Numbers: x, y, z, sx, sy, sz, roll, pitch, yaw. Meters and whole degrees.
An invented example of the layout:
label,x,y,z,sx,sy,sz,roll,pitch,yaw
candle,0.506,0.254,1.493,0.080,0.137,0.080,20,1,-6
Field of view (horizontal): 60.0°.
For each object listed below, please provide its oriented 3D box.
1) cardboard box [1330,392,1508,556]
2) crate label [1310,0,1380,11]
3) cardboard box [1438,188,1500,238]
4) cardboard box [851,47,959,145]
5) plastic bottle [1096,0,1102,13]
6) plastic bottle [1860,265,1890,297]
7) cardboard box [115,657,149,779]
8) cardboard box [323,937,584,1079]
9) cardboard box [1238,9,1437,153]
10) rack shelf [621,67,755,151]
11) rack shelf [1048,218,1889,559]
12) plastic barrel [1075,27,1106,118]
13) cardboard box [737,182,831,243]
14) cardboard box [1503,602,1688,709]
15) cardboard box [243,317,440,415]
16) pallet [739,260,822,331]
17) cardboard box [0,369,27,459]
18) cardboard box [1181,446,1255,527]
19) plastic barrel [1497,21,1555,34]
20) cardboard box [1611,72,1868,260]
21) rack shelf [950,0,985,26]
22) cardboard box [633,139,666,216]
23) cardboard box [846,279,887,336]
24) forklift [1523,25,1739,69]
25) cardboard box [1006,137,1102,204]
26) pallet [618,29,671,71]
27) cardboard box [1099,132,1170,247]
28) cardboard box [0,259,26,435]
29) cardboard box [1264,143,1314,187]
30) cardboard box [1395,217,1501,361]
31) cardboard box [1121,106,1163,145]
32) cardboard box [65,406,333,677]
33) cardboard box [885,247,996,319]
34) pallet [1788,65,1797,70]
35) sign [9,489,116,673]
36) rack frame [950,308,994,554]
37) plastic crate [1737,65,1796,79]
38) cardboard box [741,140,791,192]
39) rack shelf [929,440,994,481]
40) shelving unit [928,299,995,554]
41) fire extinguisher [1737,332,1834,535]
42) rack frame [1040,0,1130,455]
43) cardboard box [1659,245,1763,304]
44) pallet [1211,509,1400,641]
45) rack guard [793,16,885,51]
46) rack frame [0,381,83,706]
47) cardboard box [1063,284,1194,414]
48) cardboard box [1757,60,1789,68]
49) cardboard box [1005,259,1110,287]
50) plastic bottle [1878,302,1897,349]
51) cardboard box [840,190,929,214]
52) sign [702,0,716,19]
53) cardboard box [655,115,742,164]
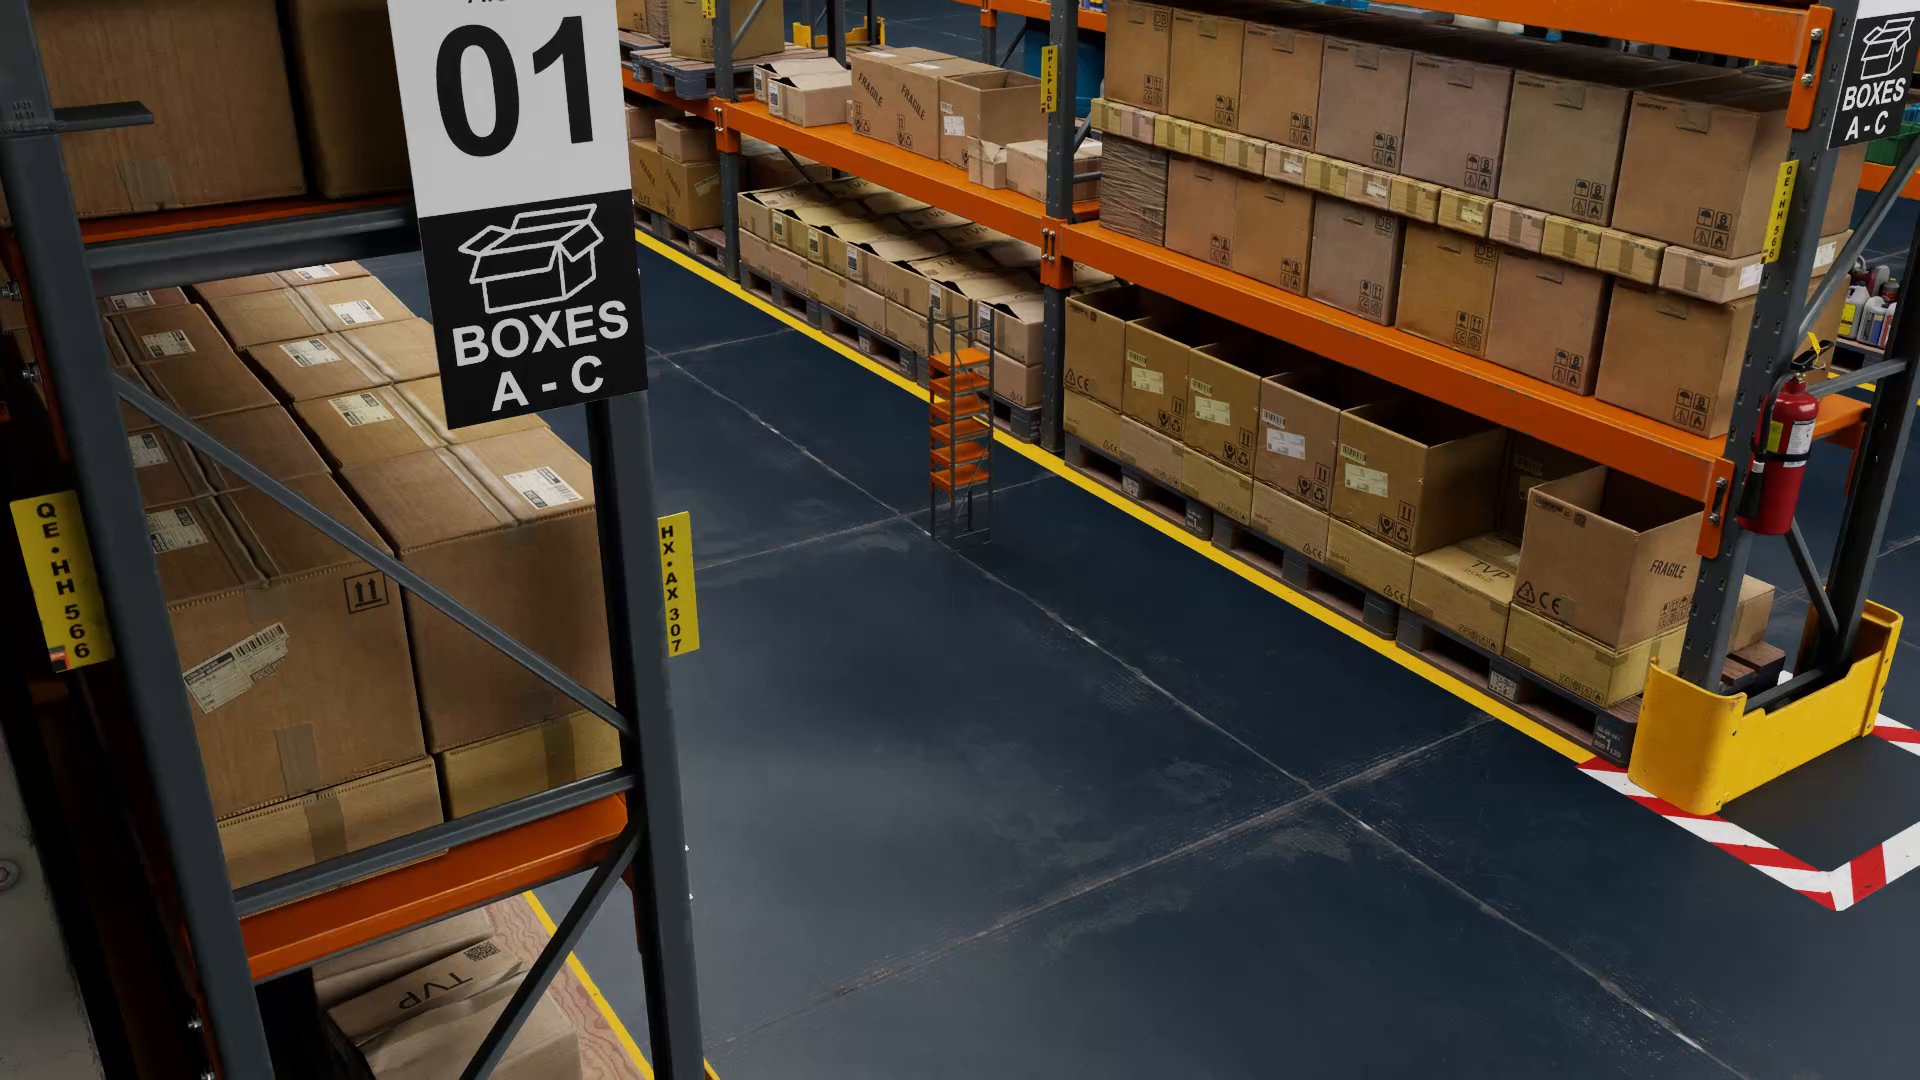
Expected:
label,x,y,z,sx,sy,sz,roll,pitch,yaw
cardboard box,1.986,-0.301,7.225,0.500,0.500,0.500,-16,29,-30
crate label,3.187,-4.151,13.488,0.502,0.435,0.616,-16,29,-30
cardboard box,2.155,-1.339,6.695,0.380,0.149,0.250,-15,29,-28
cardboard box,-0.351,-2.849,10.654,0.500,0.500,0.500,-17,30,-32
plastic bottle,1.347,-5.175,15.848,0.097,0.271,0.097,0,25,0
plastic bottle,6.015,-1.683,10.978,0.152,0.276,0.135,-15,29,-29
cardboard box,-1.771,0.370,4.104,0.500,0.250,0.500,-15,29,-28
cardboard box,-1.364,1.365,4.478,0.500,0.311,0.500,-19,32,-35
cardboard box,1.700,-2.084,7.515,0.700,0.500,0.500,-16,29,-30
rack shelf,-2.373,-3.790,13.608,1.077,0.370,4.000,-16,29,-30
rack shelf,1.995,-0.929,7.547,1.077,0.370,4.000,-16,29,-30
plastic barrel,1.357,-4.773,16.813,0.600,0.901,0.708,-16,29,-30
cardboard box,-1.241,-2.345,11.775,0.500,0.311,0.500,-14,29,-28
cardboard box,2.546,0.392,6.636,0.500,0.250,0.500,-16,29,-30
cardboard box,-1.609,-0.270,4.581,0.500,0.500,0.500,-17,30,-31
pallet,-0.864,-1.836,11.891,1.003,0.211,1.213,-16,29,-30
cardboard box,-3.169,-0.537,6.026,0.500,0.250,0.500,-15,29,-29
cardboard box,1.439,-0.319,8.142,0.500,0.250,0.500,-16,29,-30
plastic barrel,4.316,-3.840,12.711,0.433,0.535,0.433,0,25,0
cardboard box,2.813,-1.360,5.980,0.700,0.500,0.500,-15,29,-29
rack shelf,-0.404,-6.374,19.081,1.077,0.370,4.000,-16,29,-30
cardboard box,-2.270,-2.934,13.364,0.500,0.500,0.500,-17,30,-31
cardboard box,-0.397,-1.543,10.735,0.500,0.250,0.500,-15,29,-29
forklift,3.344,-2.076,9.215,1.130,2.935,3.031,-8,27,-17
cardboard box,0.597,-2.068,9.292,0.500,0.250,0.500,-14,28,-26
pallet,-2.346,-4.008,13.451,1.003,0.211,1.213,-16,29,-30
cardboard box,1.150,-1.858,8.554,0.700,0.500,0.500,-16,30,-31
cardboard box,-2.885,-0.691,5.475,0.500,0.500,0.500,-16,29,-30
cardboard box,1.594,-1.707,7.475,0.380,0.149,0.250,-17,30,-31
cardboard box,2.285,-1.120,6.991,0.700,0.500,0.500,-15,29,-29
cardboard box,1.024,-2.077,8.259,0.380,0.149,0.250,-15,29,-29
cardboard box,-1.764,0.035,3.936,0.500,0.500,0.500,-15,29,-29
cardboard box,-0.118,-1.611,10.222,0.500,0.311,0.500,-16,29,-30
pallet,10.807,-5.846,20.387,1.003,0.211,1.213,-16,29,-30
sign,-1.538,0.073,2.856,0.100,0.325,0.005,-16,29,-30
rack frame,0.058,-0.505,7.914,0.240,1.200,0.006,-16,29,-30
plastic crate,5.234,-2.878,10.905,0.767,0.338,0.504,-16,29,-30
cardboard box,-1.580,-2.884,13.259,0.500,0.500,0.500,-17,30,-31
rack shelf,0.008,-0.389,8.053,0.258,0.103,0.180,-16,29,-30
shelving unit,0.008,-0.537,7.983,0.258,1.200,0.189,-16,29,-30
fire extinguisher,2.762,-0.353,5.575,0.296,0.674,0.183,-16,29,-30
rack frame,0.903,-1.970,8.908,1.000,3.000,0.127,-16,29,-30
cardboard box,2.718,-0.970,5.913,0.380,0.149,0.250,-16,30,-30
pallet,1.972,0.022,7.955,1.003,0.211,1.213,-16,29,-30
rack guard,-1.520,-6.290,20.988,1.175,0.500,0.348,-16,29,-30
rack frame,-3.246,-0.814,6.460,1.000,3.000,0.127,-16,29,-30
cardboard box,0.894,-1.016,8.740,0.500,0.500,0.500,-16,29,-30
cardboard box,7.710,-4.695,16.217,0.500,0.250,0.500,-12,28,-24
cardboard box,0.617,-1.556,10.104,0.500,0.311,0.500,-16,30,-30
plastic bottle,5.754,-1.310,10.187,0.152,0.276,0.135,-15,29,-29
cardboard box,-0.499,-2.286,11.651,0.500,0.311,0.500,-16,30,-30
sign,-1.730,-3.758,11.434,0.100,0.325,0.005,-16,29,-30
cardboard box,-2.022,-3.107,12.852,0.500,0.250,0.500,-14,29,-28
